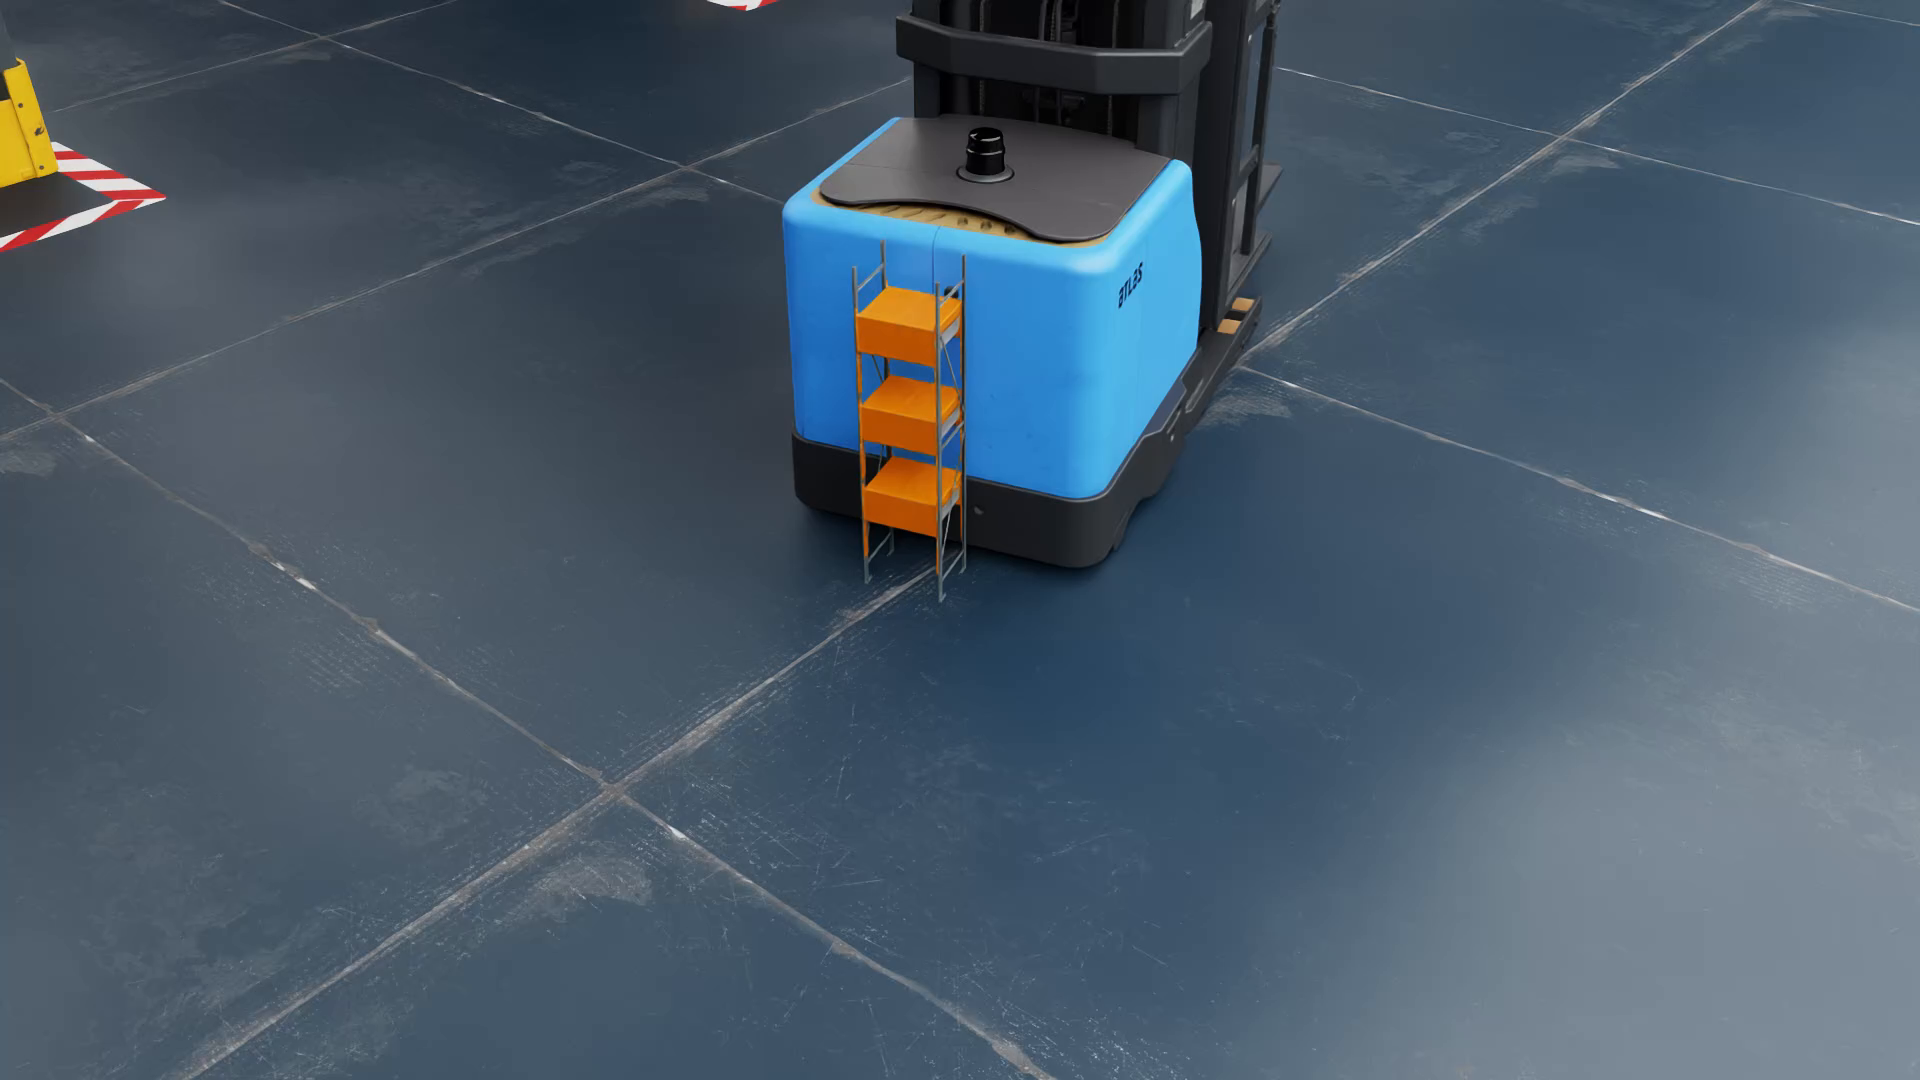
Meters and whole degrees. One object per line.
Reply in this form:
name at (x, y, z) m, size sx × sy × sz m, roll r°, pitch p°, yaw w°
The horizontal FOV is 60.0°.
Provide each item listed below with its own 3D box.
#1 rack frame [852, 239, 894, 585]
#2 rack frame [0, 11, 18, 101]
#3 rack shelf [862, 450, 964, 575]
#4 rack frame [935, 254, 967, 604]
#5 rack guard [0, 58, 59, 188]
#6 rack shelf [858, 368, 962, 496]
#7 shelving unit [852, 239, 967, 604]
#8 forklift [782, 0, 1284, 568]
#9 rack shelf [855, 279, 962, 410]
rack frame at (-0.248, -0.349, 4.830) m, size 0.008 × 1.050 × 0.200 m, roll 13°, pitch 37°, yaw 19°
rack frame at (-4.602, -2.766, 6.629) m, size 0.127 × 3.000 × 1.000 m, roll 25°, pitch 42°, yaw 32°
rack shelf at (-0.136, -0.084, 4.955) m, size 0.240 × 0.259 × 0.215 m, roll 13°, pitch 37°, yaw 19°
rack frame at (-0.023, -0.295, 4.752) m, size 0.008 × 1.050 × 0.200 m, roll 13°, pitch 37°, yaw 19°
rack guard at (-4.691, -1.743, 7.347) m, size 0.348 × 0.500 × 1.175 m, roll 25°, pitch 42°, yaw 32°
rack shelf at (-0.136, -0.313, 4.797) m, size 0.240 × 0.259 × 0.215 m, roll 13°, pitch 37°, yaw 19°
shelving unit at (-0.136, -0.322, 4.791) m, size 0.252 × 1.050 × 0.215 m, roll 13°, pitch 37°, yaw 19°
forklift at (0.507, -1.950, 5.501) m, size 1.130 × 2.935 × 3.031 m, roll 13°, pitch 37°, yaw 19°
rack shelf at (-0.136, -0.547, 4.636) m, size 0.240 × 0.259 × 0.215 m, roll 13°, pitch 37°, yaw 19°
